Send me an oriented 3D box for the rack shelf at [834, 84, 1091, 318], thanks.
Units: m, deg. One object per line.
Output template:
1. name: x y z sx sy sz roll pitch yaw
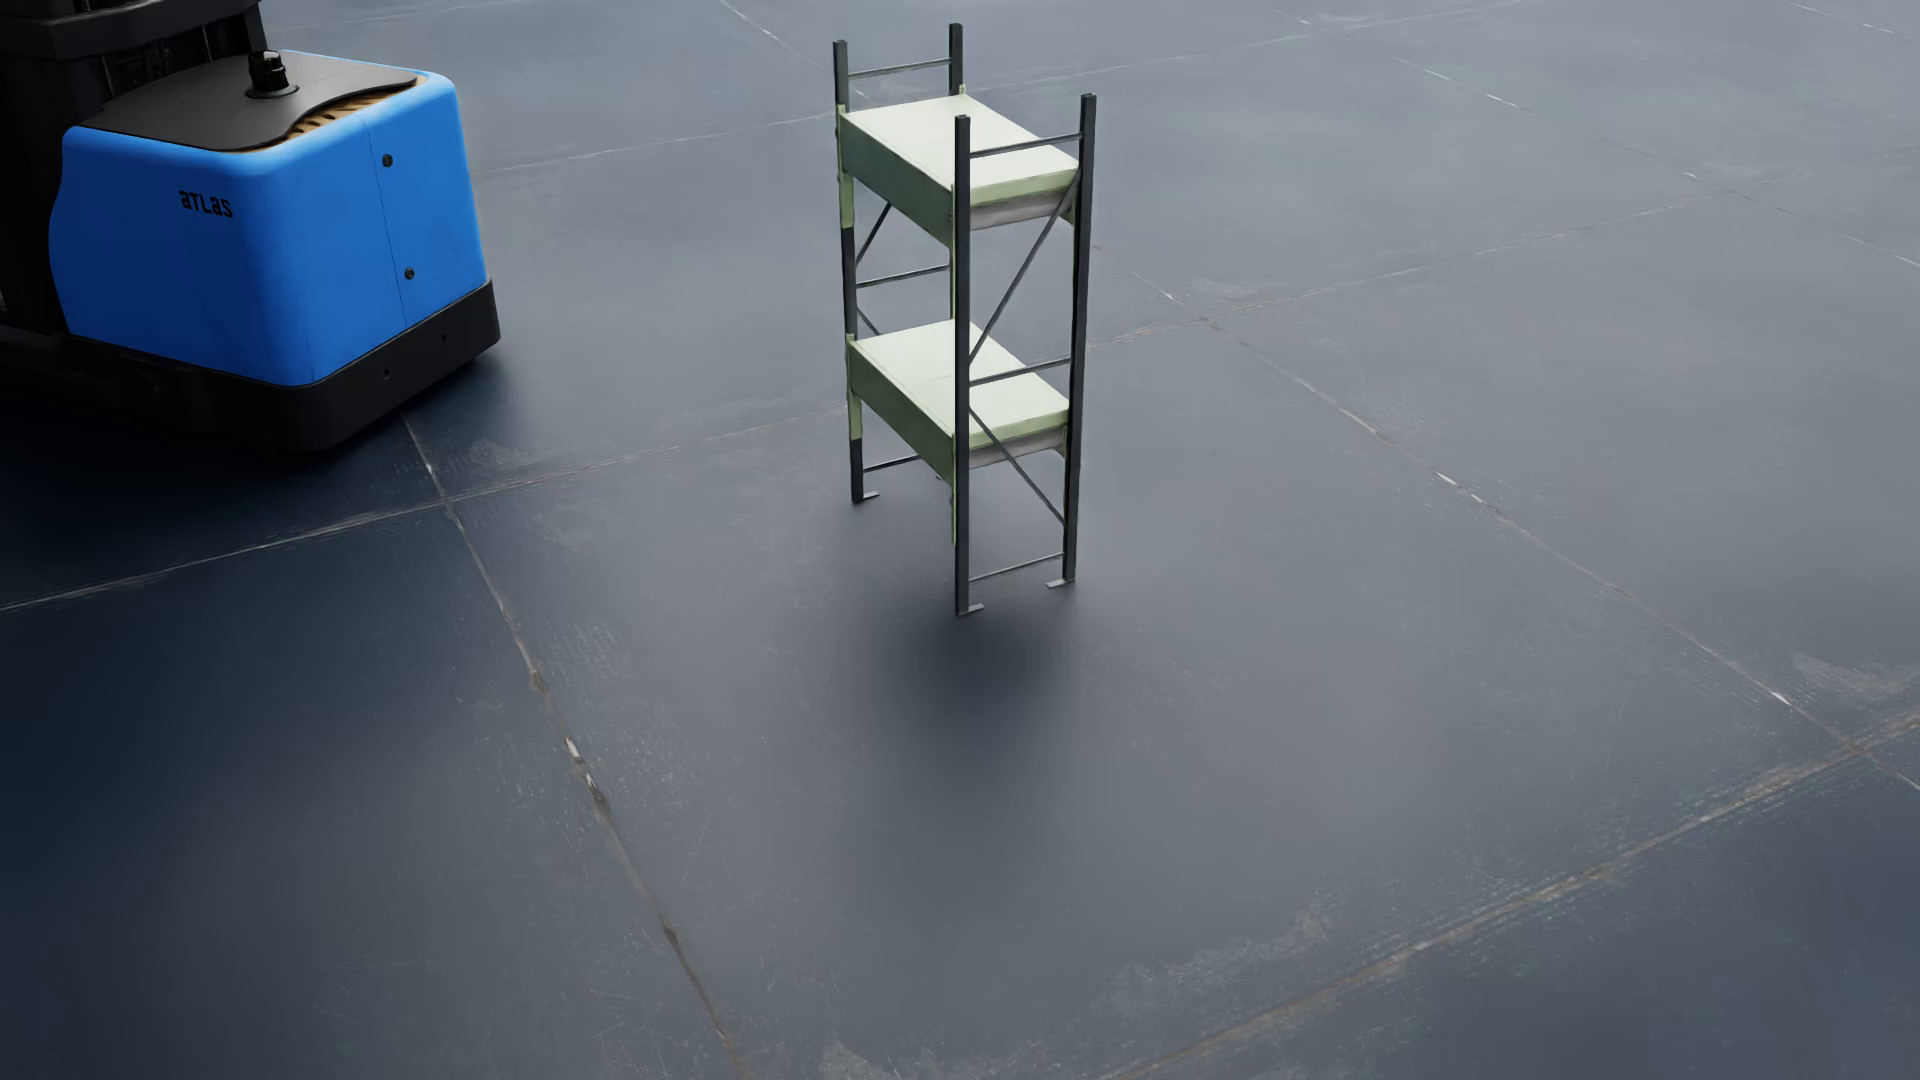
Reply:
1. rack shelf: -0.003 -0.963 4.640 0.431 0.370 0.720 -16 36 -23

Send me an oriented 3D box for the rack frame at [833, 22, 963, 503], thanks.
1. rack frame: -0.174 -0.809 5.123 0.400 1.500 0.023 -16 36 -23

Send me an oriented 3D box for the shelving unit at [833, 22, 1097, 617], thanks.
1. shelving unit: -0.003 -0.635 4.850 0.431 1.500 0.755 -16 36 -23

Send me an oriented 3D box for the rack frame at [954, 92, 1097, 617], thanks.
1. rack frame: 0.168 -0.460 4.578 0.400 1.500 0.023 -16 36 -23

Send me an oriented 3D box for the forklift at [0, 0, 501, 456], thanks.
1. forklift: -3.305 -2.045 5.725 3.031 2.935 1.130 14 35 20

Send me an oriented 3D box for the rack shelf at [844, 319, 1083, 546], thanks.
1. rack shelf: -0.003 -0.360 5.026 0.431 0.370 0.720 -16 36 -23
